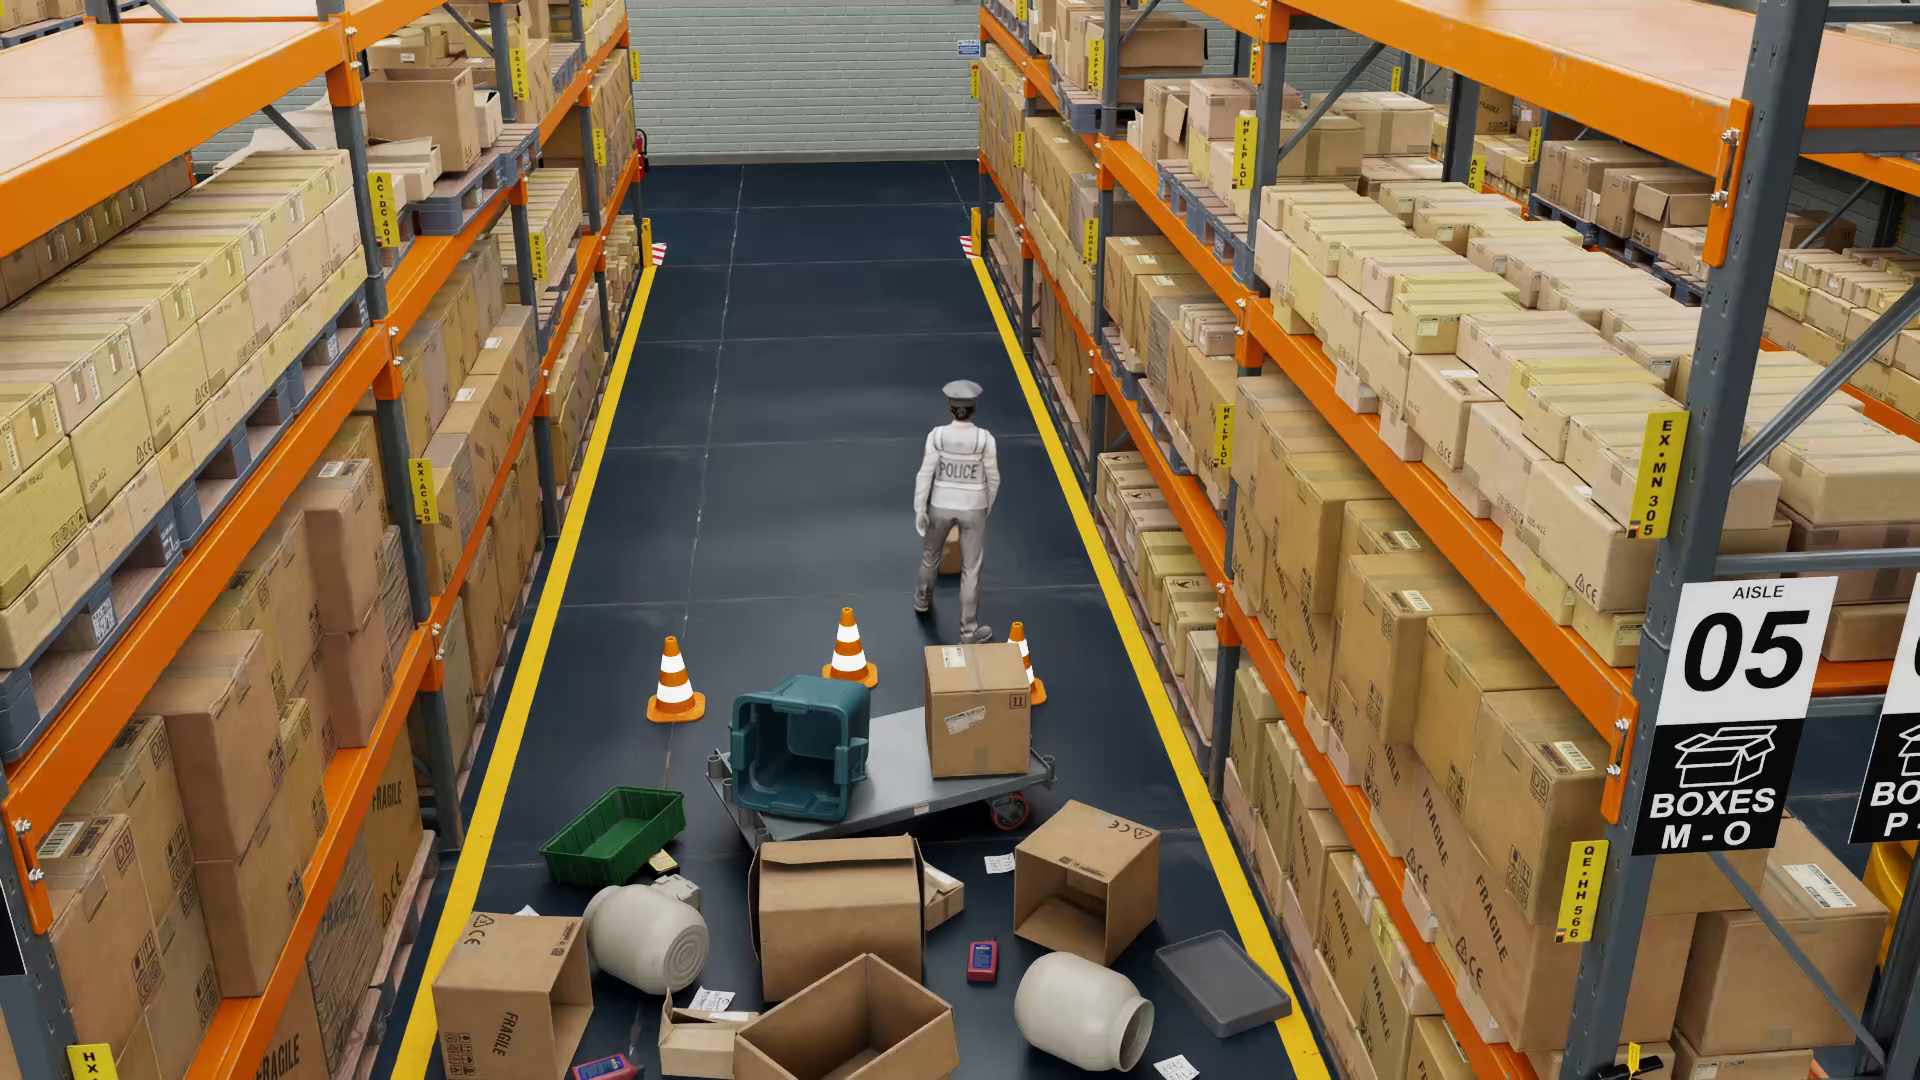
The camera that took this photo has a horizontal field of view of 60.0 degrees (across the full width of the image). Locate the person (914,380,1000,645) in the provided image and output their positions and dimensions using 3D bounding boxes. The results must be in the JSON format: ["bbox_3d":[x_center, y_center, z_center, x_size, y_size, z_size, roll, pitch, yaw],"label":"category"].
[{"bbox_3d":[-0.058,-0.207,10.548,0.620,1.632,0.720,5,24,11],"label":"person"}]
